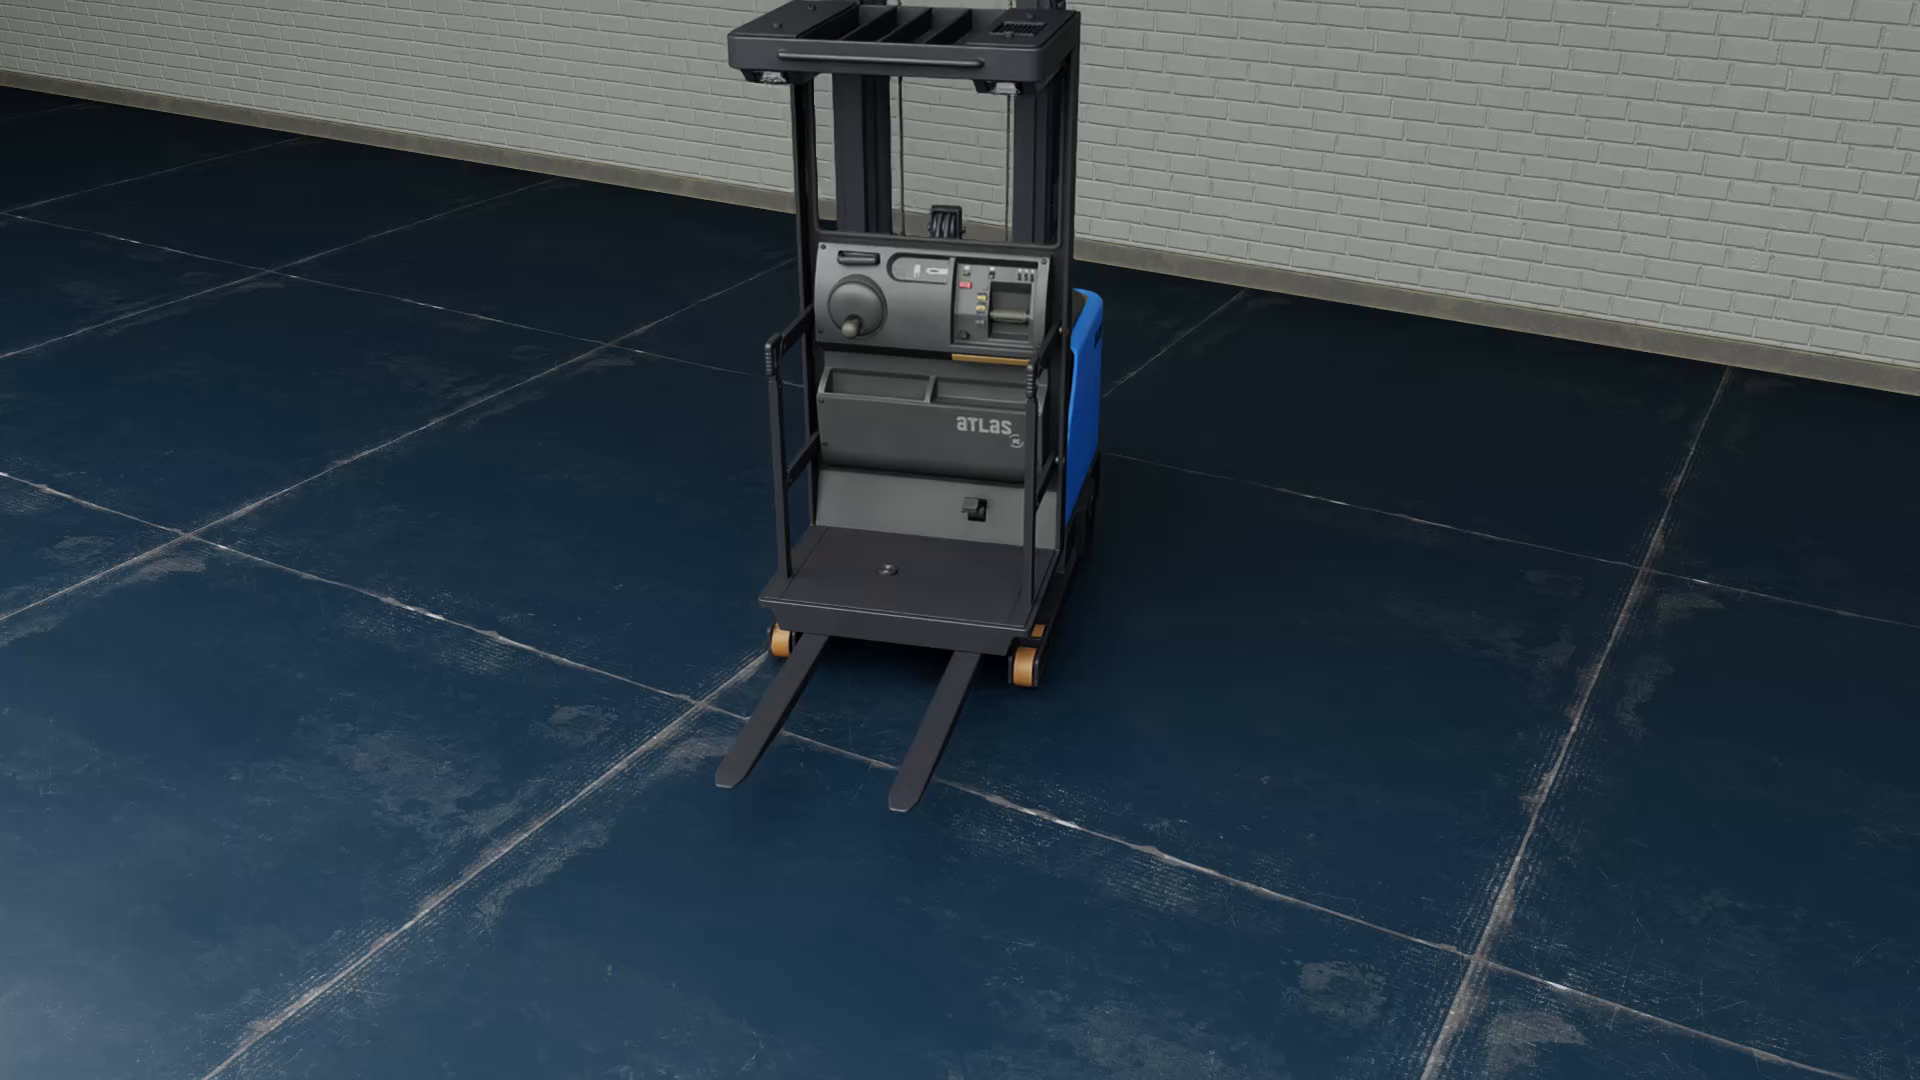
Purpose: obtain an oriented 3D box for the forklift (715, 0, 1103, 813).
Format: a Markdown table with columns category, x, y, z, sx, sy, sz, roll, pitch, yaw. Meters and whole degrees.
| category | x | y | z | sx | sy | sz | roll | pitch | yaw |
| --- | --- | --- | --- | --- | --- | --- | --- | --- | --- |
| forklift | -0.159 | -0.911 | 6.296 | 1.130 | 2.935 | 3.031 | 6 | 27 | 12 |
